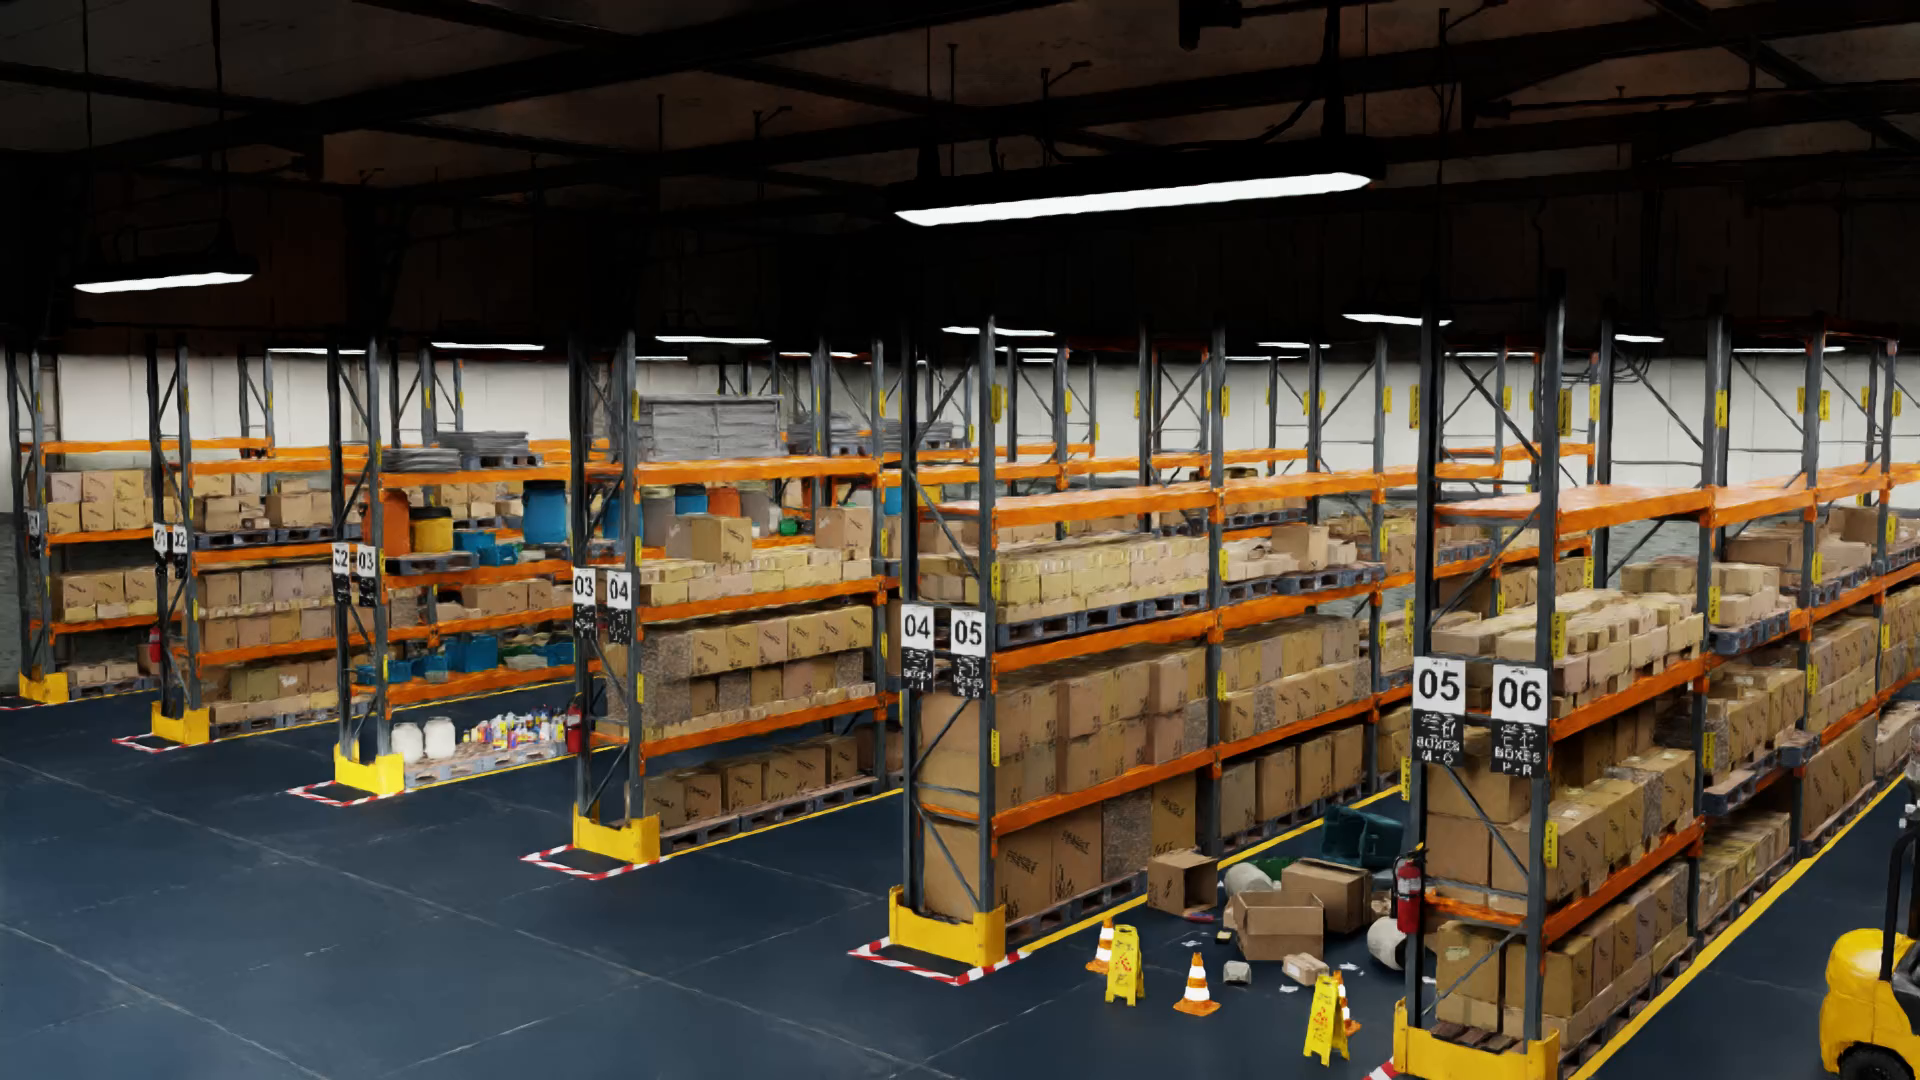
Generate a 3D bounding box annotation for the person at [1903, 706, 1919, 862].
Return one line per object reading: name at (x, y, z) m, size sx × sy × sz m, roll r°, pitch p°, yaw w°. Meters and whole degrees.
person at (10.603, 2.645, 18.167) m, size 0.475 × 1.762 × 0.595 m, roll 1°, pitch 5°, yaw 7°

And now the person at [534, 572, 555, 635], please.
person at (-8.461, 1.219, 33.964) m, size 0.514 × 1.771 × 0.626 m, roll 1°, pitch 5°, yaw 12°

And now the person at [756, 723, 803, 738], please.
person at (-2.749, 2.057, 24.926) m, size 0.553 × 1.709 × 1.120 m, roll 4°, pitch 7°, yaw 41°
